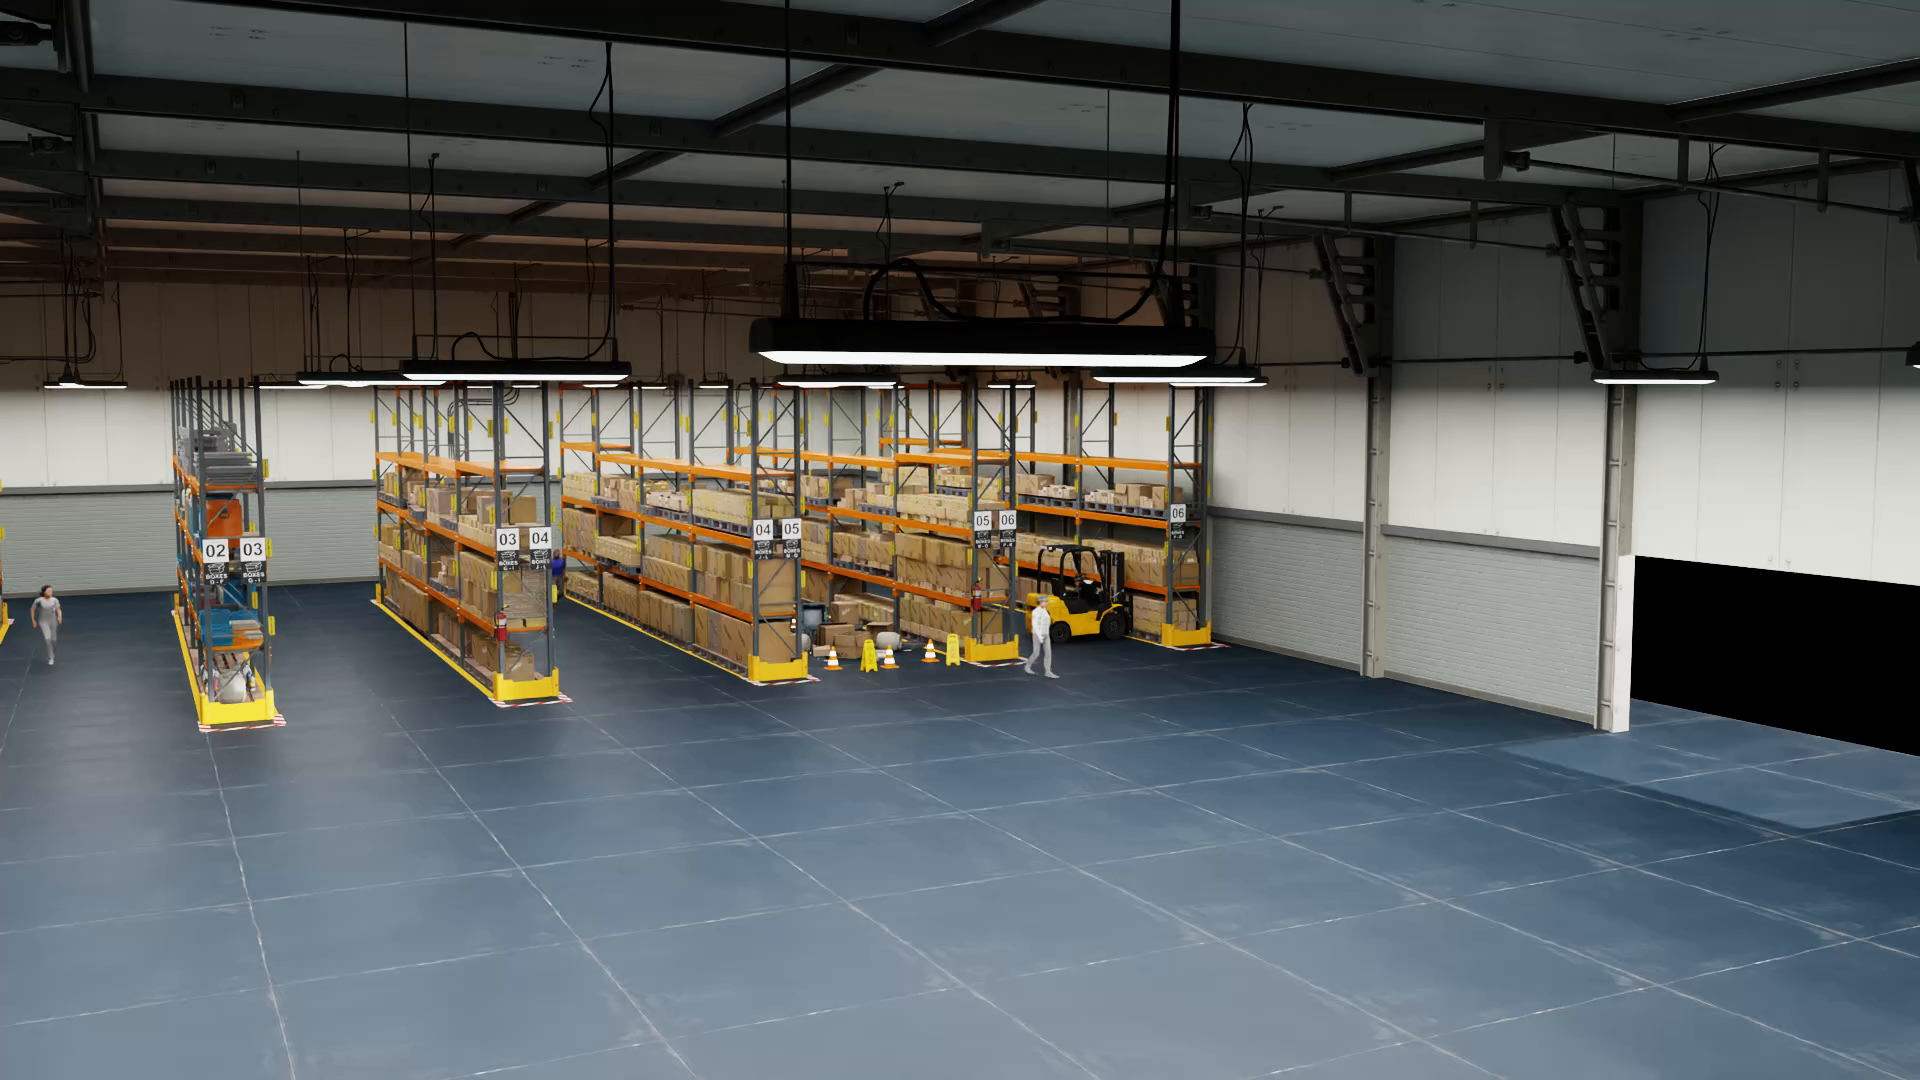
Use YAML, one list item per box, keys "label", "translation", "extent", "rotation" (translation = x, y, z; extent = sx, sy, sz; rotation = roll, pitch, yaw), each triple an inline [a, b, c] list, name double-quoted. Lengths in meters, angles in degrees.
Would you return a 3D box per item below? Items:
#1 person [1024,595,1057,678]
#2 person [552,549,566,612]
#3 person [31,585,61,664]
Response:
- label: "person"
  translation: [1.662, 1.928, 33.503]
  extent: [0.811, 1.649, 0.571]
  rotation: [4, 6, 38]
- label: "person"
  translation: [-10.620, 1.050, 43.594]
  extent: [0.544, 1.627, 0.541]
  rotation: [-4, 6, -36]
- label: "person"
  translation: [-19.324, 1.812, 35.236]
  extent: [0.718, 1.712, 0.537]
  rotation: [4, 7, 41]
